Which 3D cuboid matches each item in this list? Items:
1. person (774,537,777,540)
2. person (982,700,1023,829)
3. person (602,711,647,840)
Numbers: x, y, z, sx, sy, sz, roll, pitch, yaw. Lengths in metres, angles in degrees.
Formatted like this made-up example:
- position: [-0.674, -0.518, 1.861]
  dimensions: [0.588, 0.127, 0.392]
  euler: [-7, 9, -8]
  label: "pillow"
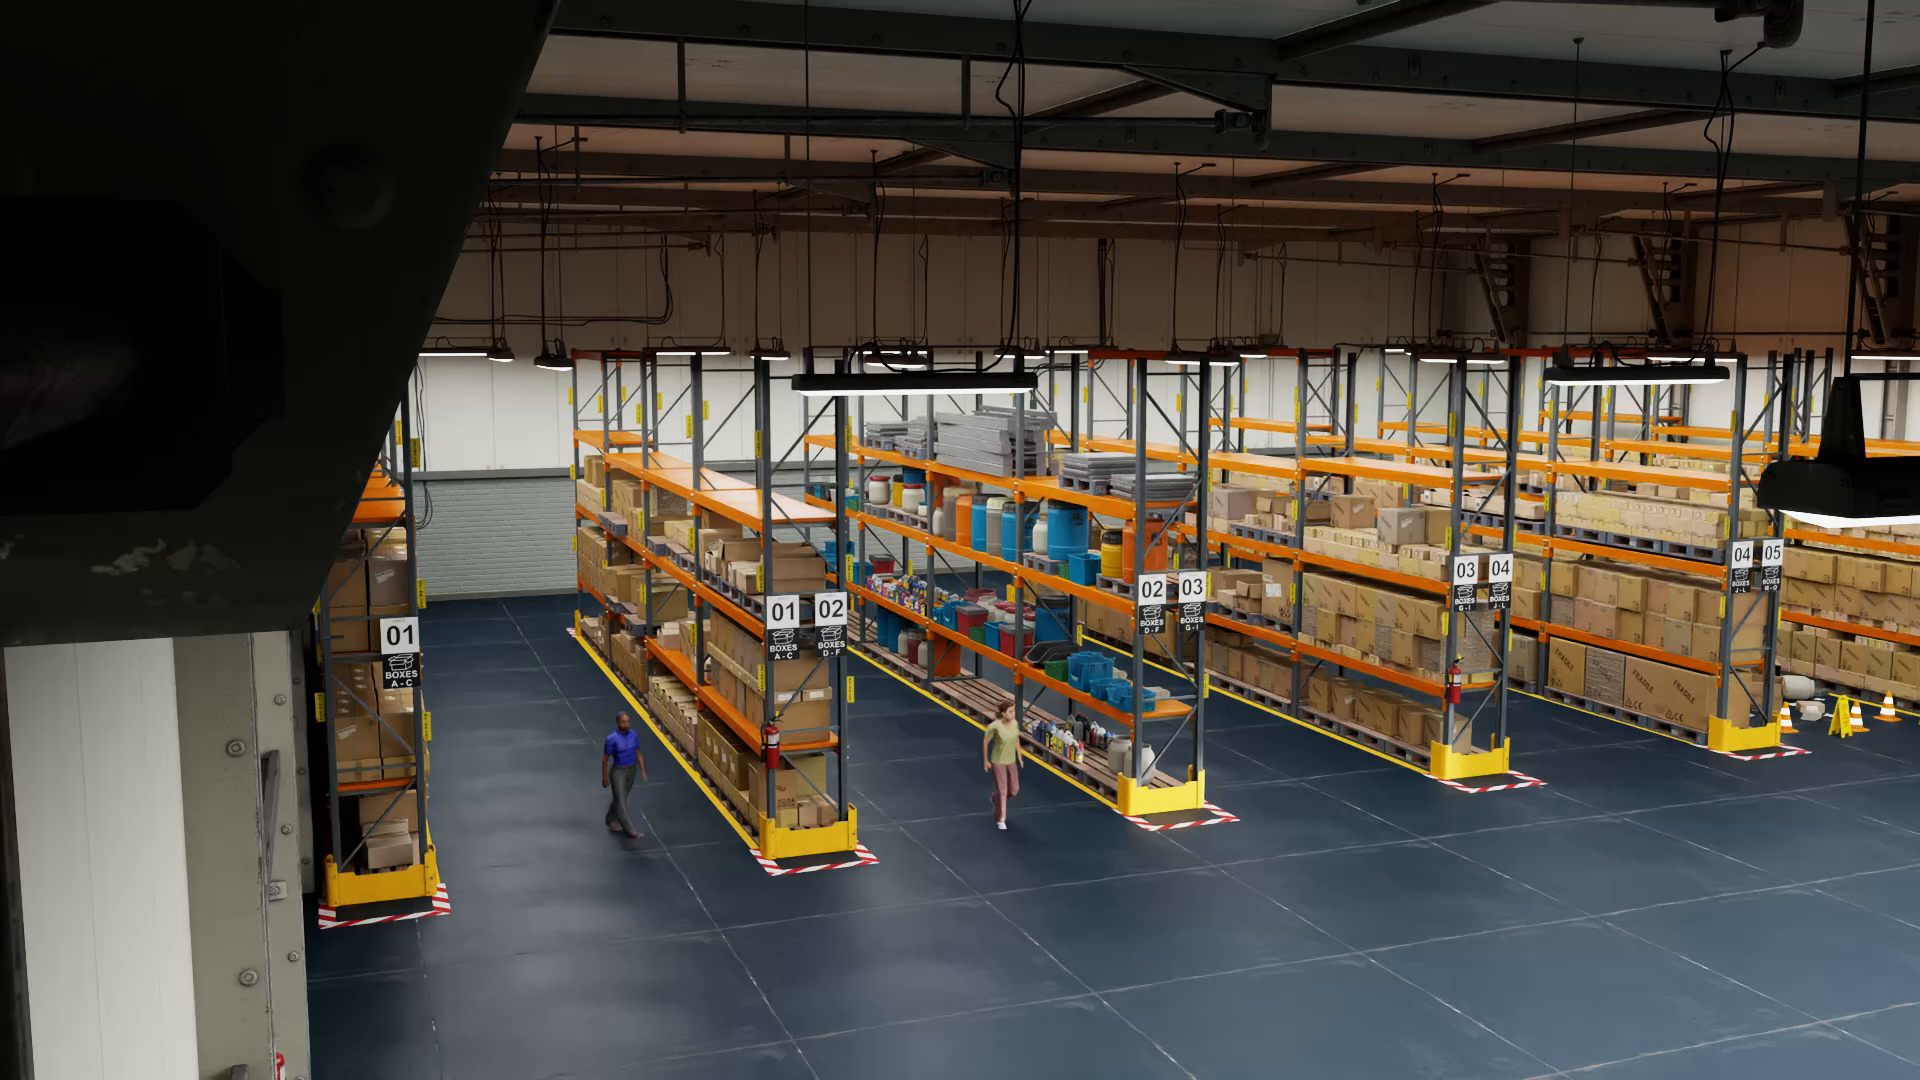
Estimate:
- position: [-4.275, 0.811, 37.396]
  dimensions: [0.677, 1.762, 0.801]
  euler: [6, 9, 40]
  label: "person"
- position: [0.504, 2.860, 21.489]
  dimensions: [0.507, 1.652, 0.617]
  euler: [-5, 8, -32]
  label: "person"
- position: [-4.185, 2.946, 20.821]
  dimensions: [1.051, 1.571, 0.491]
  euler: [6, 9, 40]
  label: "person"
